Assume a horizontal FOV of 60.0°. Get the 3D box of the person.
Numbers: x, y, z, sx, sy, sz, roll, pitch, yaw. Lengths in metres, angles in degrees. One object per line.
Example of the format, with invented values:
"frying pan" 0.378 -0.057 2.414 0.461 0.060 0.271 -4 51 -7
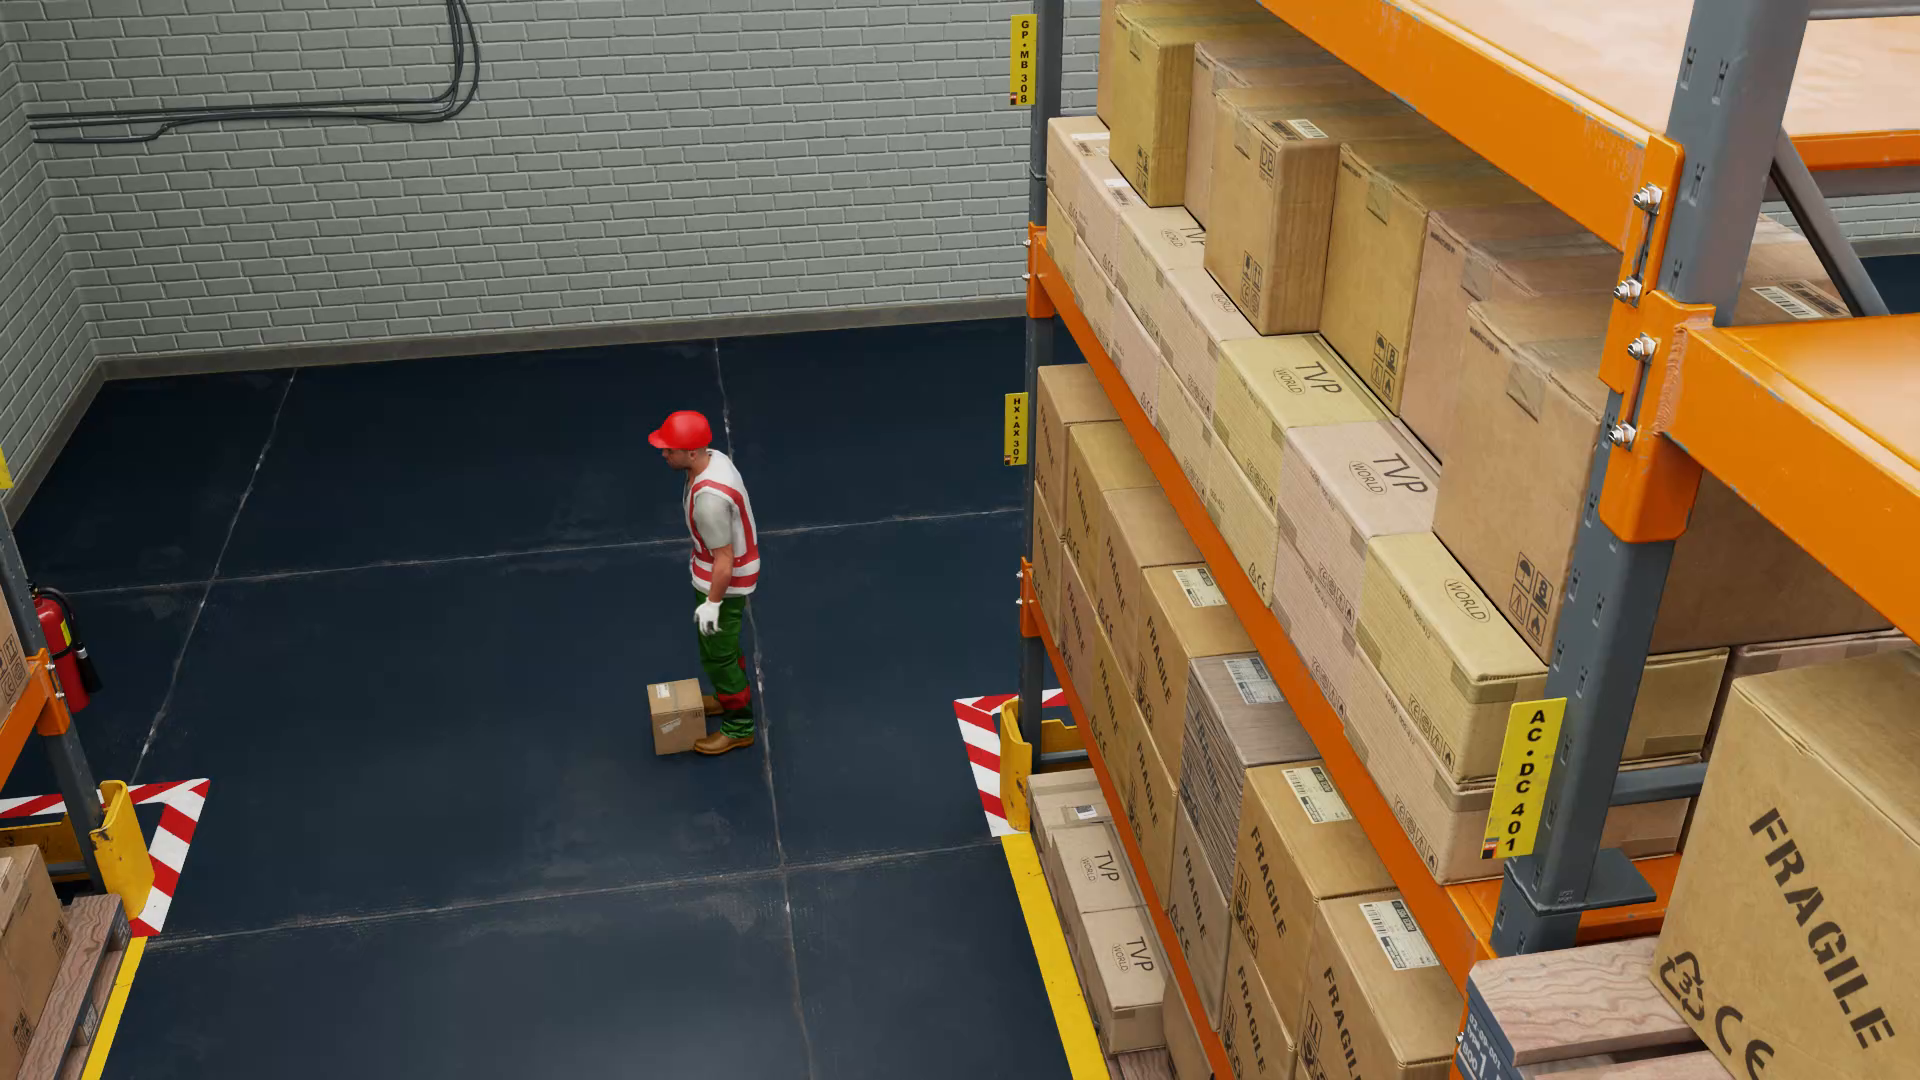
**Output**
"person" -1.164 0.186 7.806 0.449 1.780 0.607 -5 31 -9
